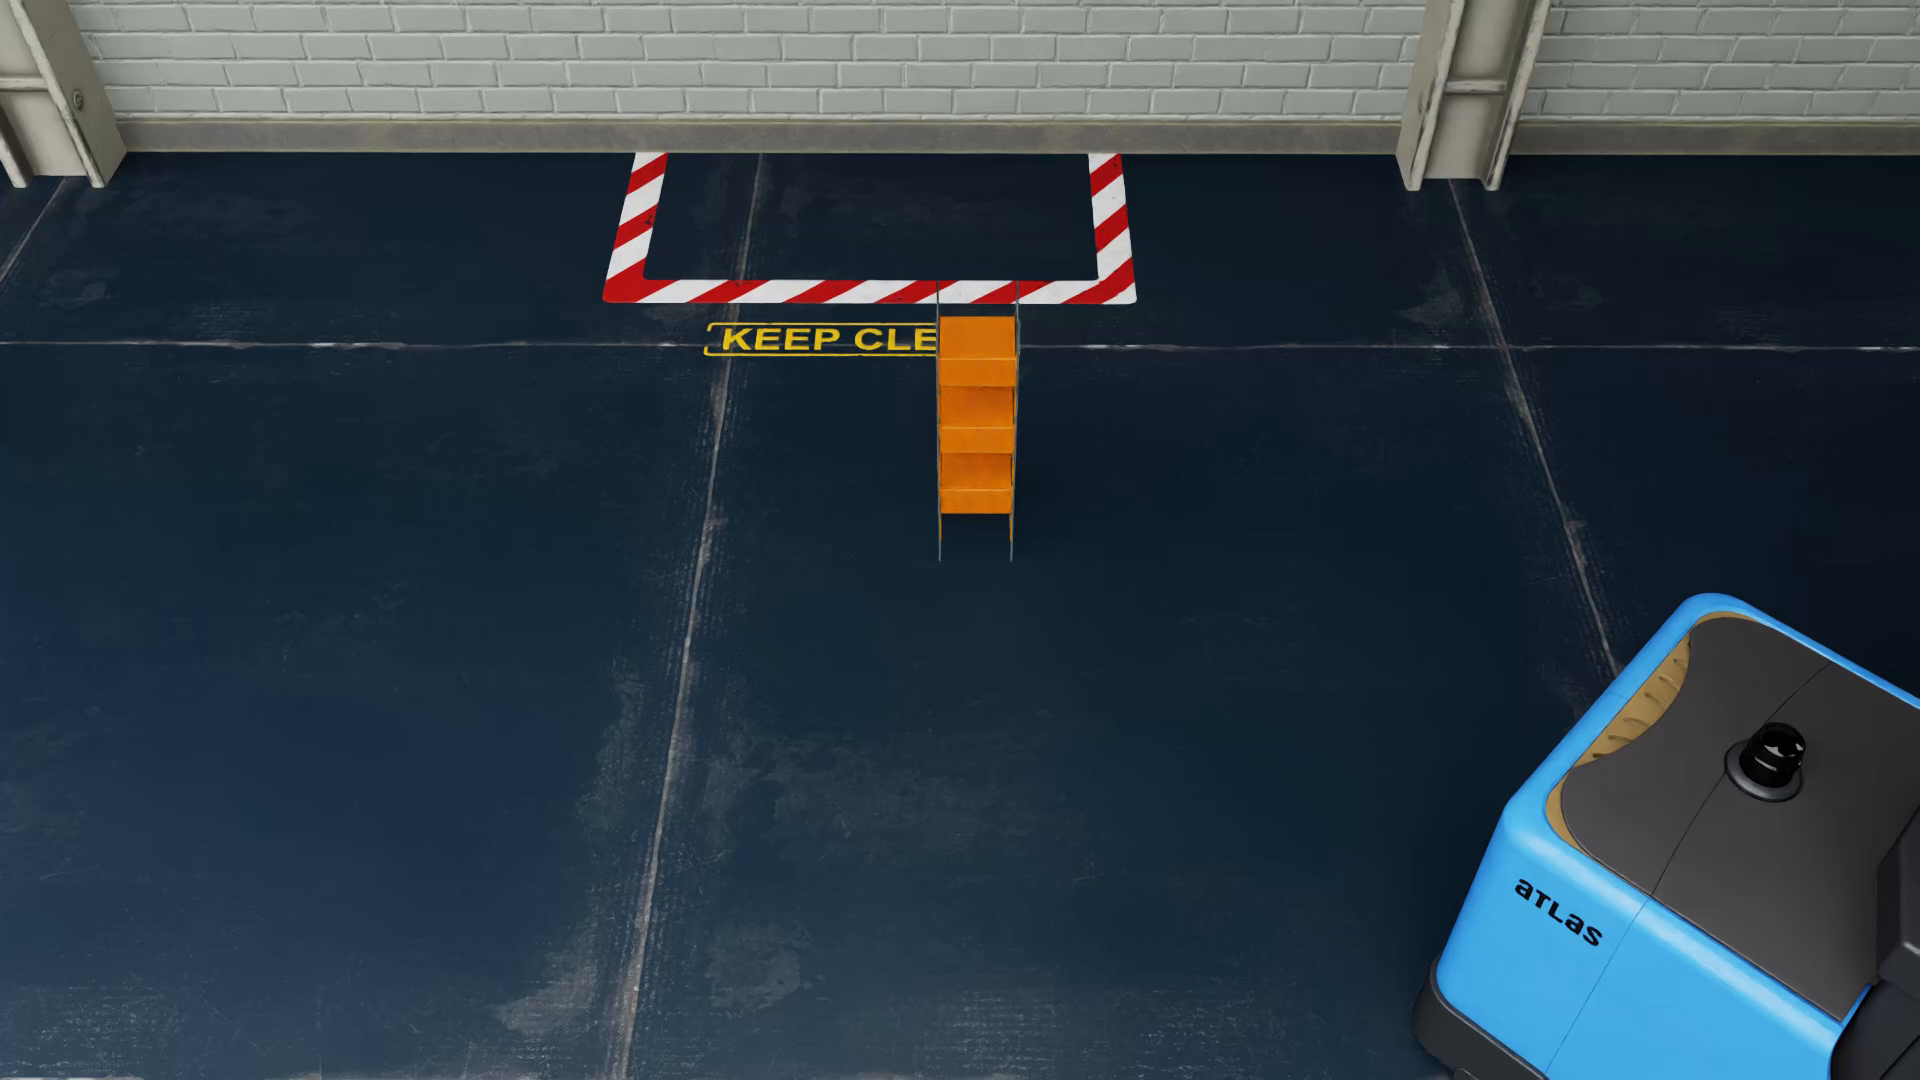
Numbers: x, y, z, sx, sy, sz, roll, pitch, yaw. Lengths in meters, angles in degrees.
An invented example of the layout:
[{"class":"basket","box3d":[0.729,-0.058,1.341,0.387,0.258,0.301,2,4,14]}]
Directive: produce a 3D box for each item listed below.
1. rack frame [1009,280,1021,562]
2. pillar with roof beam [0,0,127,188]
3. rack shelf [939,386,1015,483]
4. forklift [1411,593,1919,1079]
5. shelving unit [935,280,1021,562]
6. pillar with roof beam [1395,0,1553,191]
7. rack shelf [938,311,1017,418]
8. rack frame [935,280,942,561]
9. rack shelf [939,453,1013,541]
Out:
[{"class":"rack frame","box3d":[0.176,-0.357,5.365,0.008,1.050,0.200,0,47,0]},{"class":"pillar with roof beam","box3d":[-3.896,-1.546,1.042,0.400,9.000,9.100,0,47,0]},{"class":"rack shelf","box3d":[0.054,-0.350,5.373,0.240,0.259,0.215,0,47,0]},{"class":"forklift","box3d":[2.619,0.842,2.964,3.031,2.935,1.130,35,56,28]},{"class":"shelving unit","box3d":[0.054,-0.358,5.366,0.252,1.050,0.215,0,47,0]},{"class":"pillar with roof beam","box3d":[2.104,-1.530,1.026,0.400,9.000,9.100,0,47,0]},{"class":"rack shelf","box3d":[0.054,-0.544,5.166,0.240,0.259,0.215,0,47,0]},{"class":"rack frame","box3d":[-0.068,-0.358,5.366,0.008,1.050,0.200,0,47,0]},{"class":"rack shelf","box3d":[0.054,-0.161,5.577,0.240,0.259,0.215,0,47,0]}]
